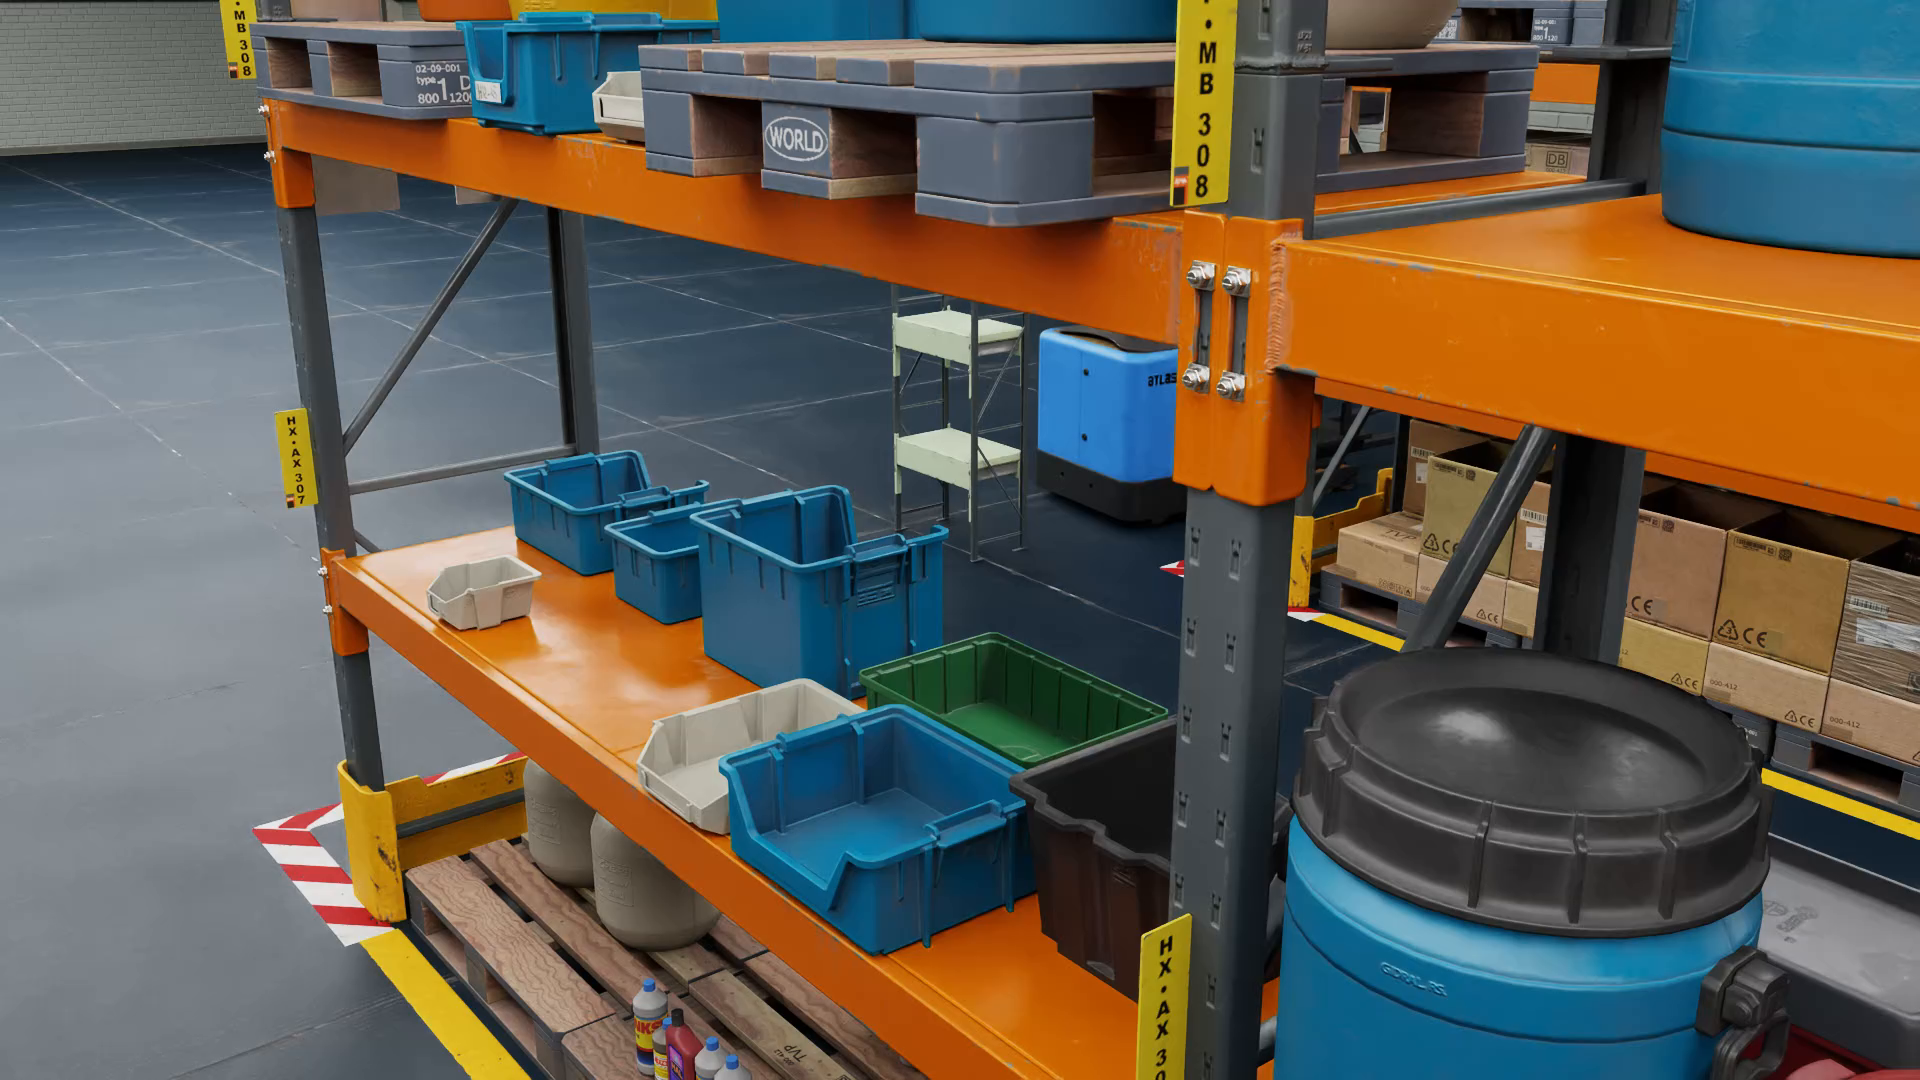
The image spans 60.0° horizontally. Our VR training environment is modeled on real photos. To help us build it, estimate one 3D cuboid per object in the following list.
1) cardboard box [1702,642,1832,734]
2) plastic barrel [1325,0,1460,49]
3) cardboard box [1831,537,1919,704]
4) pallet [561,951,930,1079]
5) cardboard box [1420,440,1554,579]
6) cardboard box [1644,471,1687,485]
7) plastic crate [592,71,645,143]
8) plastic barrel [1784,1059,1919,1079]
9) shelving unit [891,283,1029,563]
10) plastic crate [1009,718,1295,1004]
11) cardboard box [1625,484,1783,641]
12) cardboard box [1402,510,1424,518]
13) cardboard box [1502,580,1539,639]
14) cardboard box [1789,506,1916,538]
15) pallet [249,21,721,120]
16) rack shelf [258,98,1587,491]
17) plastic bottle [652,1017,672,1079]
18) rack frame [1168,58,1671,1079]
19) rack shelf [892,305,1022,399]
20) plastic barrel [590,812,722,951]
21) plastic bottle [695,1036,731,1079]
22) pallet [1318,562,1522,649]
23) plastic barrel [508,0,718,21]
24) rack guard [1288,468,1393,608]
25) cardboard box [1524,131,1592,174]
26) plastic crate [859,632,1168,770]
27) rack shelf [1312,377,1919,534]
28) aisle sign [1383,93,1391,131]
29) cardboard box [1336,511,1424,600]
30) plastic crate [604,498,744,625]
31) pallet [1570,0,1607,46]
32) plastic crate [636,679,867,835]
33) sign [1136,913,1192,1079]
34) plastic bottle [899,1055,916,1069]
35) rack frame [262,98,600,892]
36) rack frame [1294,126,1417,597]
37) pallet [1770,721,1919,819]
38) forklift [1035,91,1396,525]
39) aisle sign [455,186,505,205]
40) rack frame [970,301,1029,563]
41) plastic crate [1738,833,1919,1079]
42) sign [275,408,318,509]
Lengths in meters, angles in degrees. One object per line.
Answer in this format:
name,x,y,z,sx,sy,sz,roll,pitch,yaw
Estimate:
cardboard box,3.542,0.567,7.085,0.500,0.250,0.500,-14,23,-36
plastic barrel,0.628,-1.077,2.725,0.421,0.512,0.421,0,18,0
cardboard box,3.866,0.331,6.605,0.500,0.500,0.500,-14,23,-36
pallet,-0.405,1.593,4.715,1.003,0.211,1.213,-14,23,-36
cardboard box,2.613,-0.159,8.085,0.500,0.500,0.500,-14,23,-36
cardboard box,3.341,-0.140,8.027,0.500,0.500,0.500,-14,23,-36
plastic crate,-0.572,-0.872,3.370,0.243,0.136,0.396,-14,23,-36
plastic barrel,1.163,0.958,1.982,0.433,0.535,0.433,0,18,0
shelving unit,-0.004,-0.714,9.632,0.431,1.500,0.755,-14,23,-36
plastic crate,0.516,0.619,3.318,0.767,0.338,0.504,-14,23,-36
cardboard box,3.231,0.088,7.338,0.500,0.500,0.500,-14,23,-36
cardboard box,2.707,-0.027,8.879,0.500,0.250,0.500,-14,23,-36
cardboard box,2.925,0.320,7.831,0.500,0.250,0.500,-14,23,-36
cardboard box,3.963,0.106,7.283,0.500,0.500,0.500,-14,23,-36
pallet,-1.306,-1.353,4.706,1.003,0.211,1.213,-14,23,-36
rack shelf,-0.501,-0.831,3.974,1.077,0.370,4.000,-14,23,-36
plastic bottle,-0.797,1.411,4.582,0.097,0.201,0.097,0,18,0
rack frame,0.741,0.744,2.844,1.000,3.000,0.127,-14,23,-36
rack shelf,-0.004,-1.084,9.509,0.431,0.370,0.720,-14,23,-36
plastic barrel,-0.963,1.011,5.328,0.421,0.512,0.421,0,18,0
plastic bottle,-0.648,1.437,4.393,0.097,0.271,0.097,0,18,0
pallet,2.650,0.296,8.632,1.003,0.211,1.213,-14,23,-36
plastic barrel,-0.935,-1.698,4.480,0.600,0.588,0.600,0,18,0
rack guard,2.128,-0.027,9.148,1.175,0.500,0.348,-14,23,-36
cardboard box,2.786,-1.612,7.736,0.700,0.500,0.500,-15,23,-38
plastic crate,0.119,0.455,4.054,0.450,0.188,0.662,-14,23,-36
rack shelf,3.384,-0.373,7.362,1.077,0.370,4.000,-14,23,-36
aisle sign,2.332,-2.515,8.551,0.394,0.787,0.004,-14,23,-36
cardboard box,2.301,0.074,8.574,0.500,0.250,0.500,-14,23,-36
plastic crate,-0.798,0.055,5.161,0.499,0.251,0.408,-14,23,-36
pallet,3.323,-2.109,6.830,1.003,0.211,1.213,-14,23,-36
plastic crate,-0.466,0.518,3.945,0.530,0.136,0.437,-14,23,-36
sign,0.303,0.717,2.485,0.100,0.325,0.005,-14,23,-36
plastic bottle,-0.124,1.375,4.689,0.097,0.201,0.097,0,18,0
rack frame,-1.743,-0.242,5.821,1.000,3.000,0.127,-14,23,-36
rack frame,2.143,-1.208,8.738,1.000,3.000,0.127,-14,23,-36
pallet,4.165,0.898,6.816,1.003,0.211,1.213,-14,23,-36
forklift,2.003,-1.815,10.681,3.031,2.935,1.130,-11,21,-30
aisle sign,-1.554,-1.552,5.641,0.394,0.787,0.004,-14,23,-36
rack frame,0.223,-0.623,9.359,0.400,1.500,0.023,-14,23,-36
plastic crate,1.282,0.773,2.654,0.402,0.464,0.583,-14,23,-36
sign,-2.176,-0.267,5.456,0.100,0.325,0.005,-14,23,-36
